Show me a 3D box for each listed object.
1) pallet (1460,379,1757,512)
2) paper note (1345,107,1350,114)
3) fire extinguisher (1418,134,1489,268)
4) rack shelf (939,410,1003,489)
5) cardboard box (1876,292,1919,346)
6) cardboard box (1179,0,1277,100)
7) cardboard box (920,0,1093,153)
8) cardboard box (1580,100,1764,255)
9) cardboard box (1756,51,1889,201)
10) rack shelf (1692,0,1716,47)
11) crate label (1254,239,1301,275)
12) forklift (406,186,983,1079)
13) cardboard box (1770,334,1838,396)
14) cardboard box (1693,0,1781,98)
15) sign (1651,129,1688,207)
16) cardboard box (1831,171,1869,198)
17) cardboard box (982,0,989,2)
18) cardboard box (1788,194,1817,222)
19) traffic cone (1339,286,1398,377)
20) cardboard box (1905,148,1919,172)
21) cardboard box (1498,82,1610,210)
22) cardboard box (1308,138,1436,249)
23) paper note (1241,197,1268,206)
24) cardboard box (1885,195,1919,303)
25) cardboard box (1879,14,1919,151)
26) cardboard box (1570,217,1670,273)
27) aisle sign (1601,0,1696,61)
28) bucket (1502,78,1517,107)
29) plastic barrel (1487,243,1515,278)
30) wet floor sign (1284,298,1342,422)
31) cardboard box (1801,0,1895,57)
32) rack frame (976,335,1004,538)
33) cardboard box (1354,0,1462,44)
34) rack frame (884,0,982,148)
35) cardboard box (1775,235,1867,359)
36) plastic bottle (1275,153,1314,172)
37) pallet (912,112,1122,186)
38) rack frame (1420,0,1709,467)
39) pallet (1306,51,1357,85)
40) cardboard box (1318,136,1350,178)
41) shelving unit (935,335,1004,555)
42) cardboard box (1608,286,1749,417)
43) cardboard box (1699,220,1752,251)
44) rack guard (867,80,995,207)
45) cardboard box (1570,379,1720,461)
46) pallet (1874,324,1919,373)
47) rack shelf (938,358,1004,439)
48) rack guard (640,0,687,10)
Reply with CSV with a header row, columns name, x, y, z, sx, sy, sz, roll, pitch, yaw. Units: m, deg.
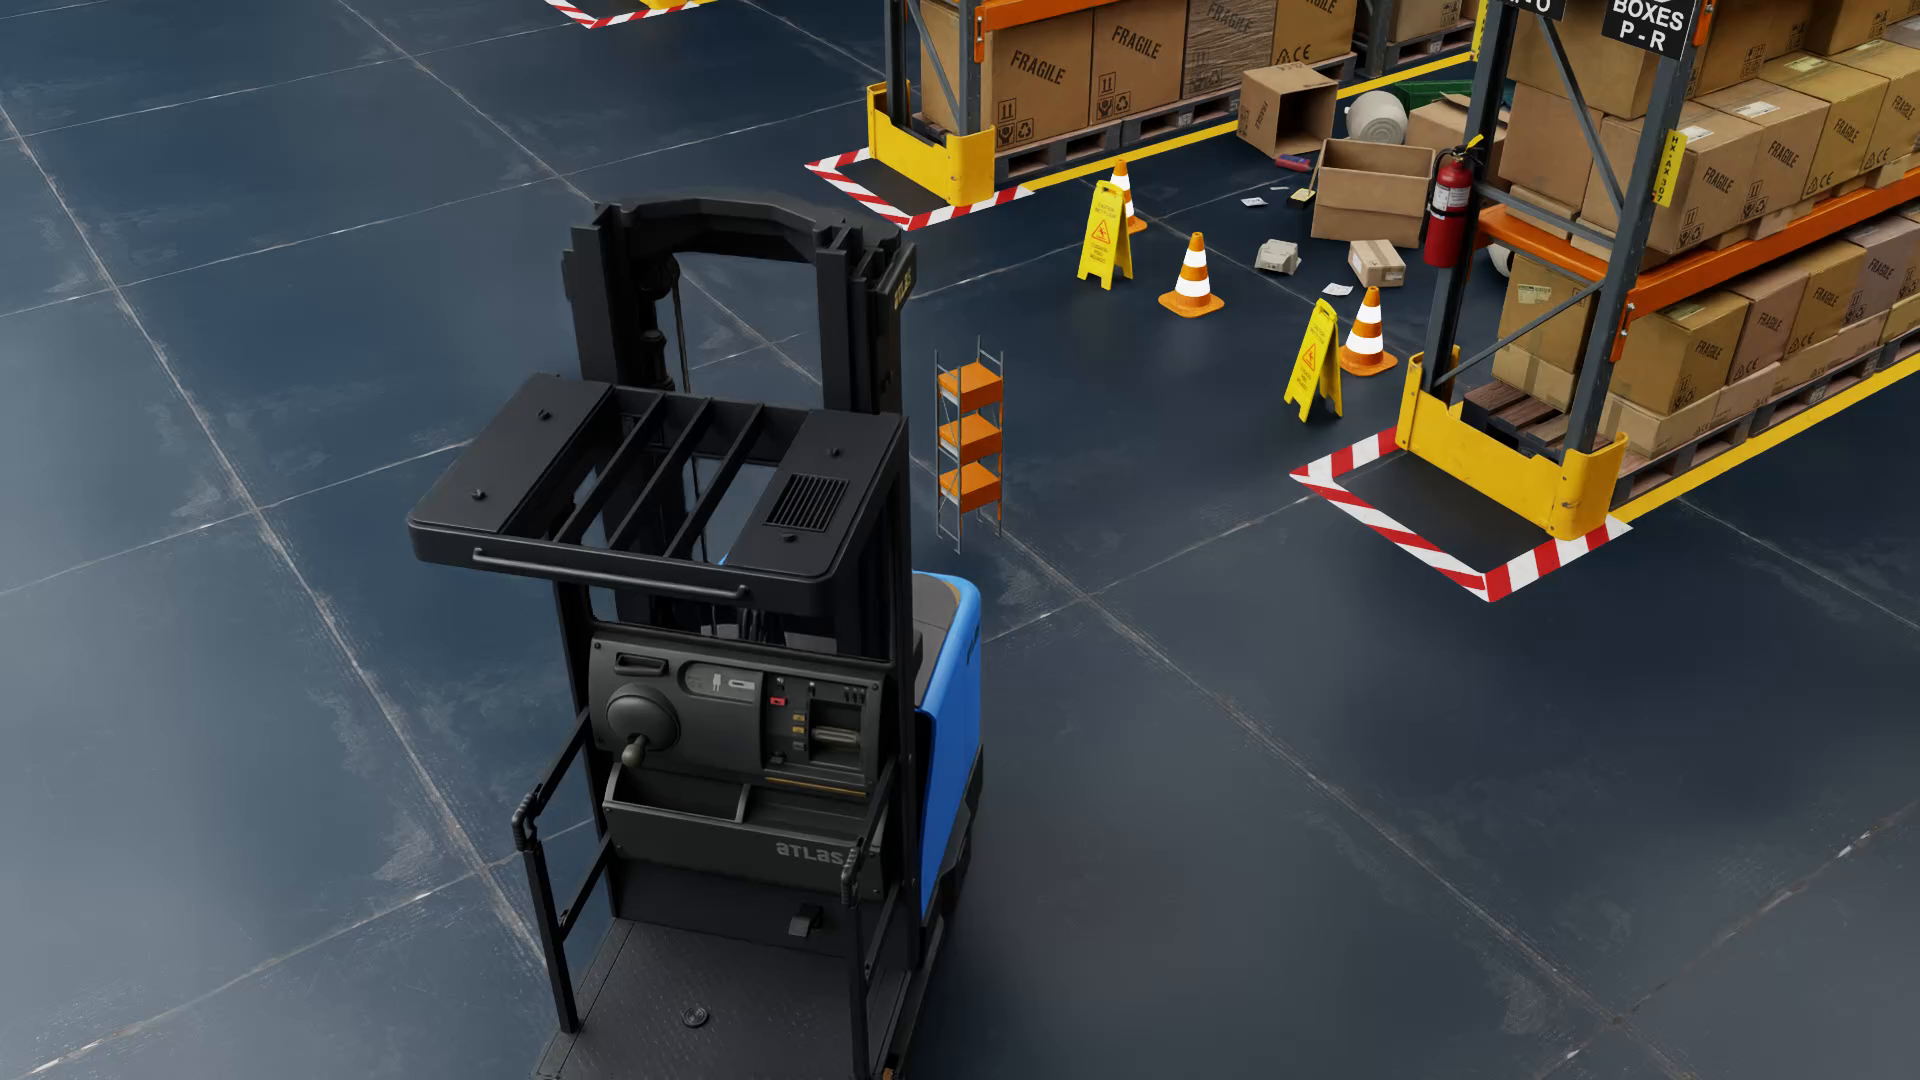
name,x,y,z,sx,sy,sz,roll,pitch,yaw
pallet,3.487,-0.659,8.985,1.213,0.211,1.003,-22,41,-28
paper note,3.047,-3.319,12.839,0.147,0.020,0.142,9,37,12
fire extinguisher,2.381,-1.659,8.054,0.183,0.674,0.296,-22,41,-28
rack shelf,0.044,-0.436,7.975,0.240,0.259,0.215,-22,41,-28
cardboard box,5.252,-1.398,9.619,0.500,0.250,0.500,-24,42,-29
cardboard box,1.786,-4.008,12.713,0.875,0.875,0.875,-22,41,-28
cardboard box,0.322,-3.405,11.875,0.875,0.875,0.875,-22,41,-28
cardboard box,3.287,-1.697,7.701,0.500,0.500,0.500,-23,42,-29
cardboard box,4.124,-2.045,8.184,0.500,0.500,0.500,-23,42,-29
rack shelf,4.375,-3.107,8.049,4.000,0.370,1.077,-22,41,-28
crate label,2.038,-1.817,10.658,0.250,0.136,0.298,15,38,20
forklift,-0.733,0.602,4.902,1.130,2.935,3.031,8,36,10
cardboard box,4.419,-1.060,9.150,0.500,0.250,0.500,-20,40,-25
cardboard box,3.450,-2.519,7.987,0.500,0.500,0.700,-22,41,-27
sign,3.053,-1.602,7.166,0.005,0.325,0.100,-22,41,-28
cardboard box,4.439,-1.923,8.570,0.250,0.149,0.380,-24,42,-29
cardboard box,0.083,-4.045,11.176,0.550,0.550,0.875,-22,41,-28
cardboard box,4.025,-1.731,8.303,0.250,0.149,0.380,-21,41,-27
traffic cone,2.348,-1.239,9.577,0.334,0.463,0.336,-22,41,-28
cardboard box,4.868,-2.084,8.793,0.250,0.149,0.380,-23,42,-29
cardboard box,3.025,-1.984,8.100,0.500,0.500,0.500,-23,42,-29
cardboard box,2.717,-2.295,11.009,0.797,0.503,0.637,9,37,12
paper note,2.032,-2.335,11.471,0.142,0.017,0.144,-9,37,-12
cardboard box,5.266,-1.714,9.417,0.500,0.500,0.500,-22,41,-27
cardboard box,4.951,-2.395,8.670,0.500,0.500,0.500,-21,41,-27
cardboard box,3.137,-1.422,7.874,0.250,0.149,0.380,-22,41,-28
aisle sign,2.868,-2.396,6.785,0.004,0.787,0.394,-22,41,-28
bucket,4.292,-3.325,11.806,0.620,0.611,0.726,-1,34,-18
plastic barrel,3.556,-1.880,10.502,0.421,0.421,0.512,3,36,4
wet floor sign,1.968,-1.000,9.088,0.232,0.644,0.267,-9,37,-12
cardboard box,4.295,-2.841,8.435,0.500,0.500,0.700,-23,41,-28
rack frame,0.143,-0.485,8.026,0.008,1.050,0.200,-22,41,-28
cardboard box,3.531,-4.692,13.772,0.750,0.750,1.050,-23,41,-28
rack frame,-0.194,-3.837,11.017,0.127,3.000,1.000,-22,41,-28
cardboard box,4.417,-1.358,8.922,0.500,0.500,0.500,-22,41,-27
plastic bottle,2.424,-2.705,11.959,0.283,0.061,0.133,22,41,28
pallet,0.414,-3.012,12.257,1.213,0.211,1.003,-22,41,-28
rack frame,2.740,-1.509,7.779,0.127,3.000,1.000,-22,41,-28
pallet,2.409,-3.832,13.398,1.213,0.211,1.003,-22,41,-28
cardboard box,2.731,-2.616,11.660,0.258,0.266,0.396,-15,38,-20
shelving unit,0.044,-0.444,7.968,0.252,1.050,0.215,-22,41,-28
cardboard box,3.578,-1.015,8.446,0.500,0.500,0.500,-24,42,-29
cardboard box,3.599,-1.565,8.072,0.250,0.149,0.380,-24,42,-29
rack guard,-0.214,-2.815,11.735,0.348,0.500,1.175,-22,41,-28
cardboard box,3.559,-0.703,8.653,0.500,0.250,0.500,-23,42,-28
pallet,5.481,-1.480,10.126,1.213,0.211,1.003,-22,41,-28
rack shelf,0.044,-0.666,7.809,0.240,0.259,0.215,-22,41,-28
rack guard,-2.907,-5.249,15.121,0.348,0.500,1.175,-22,41,-28
